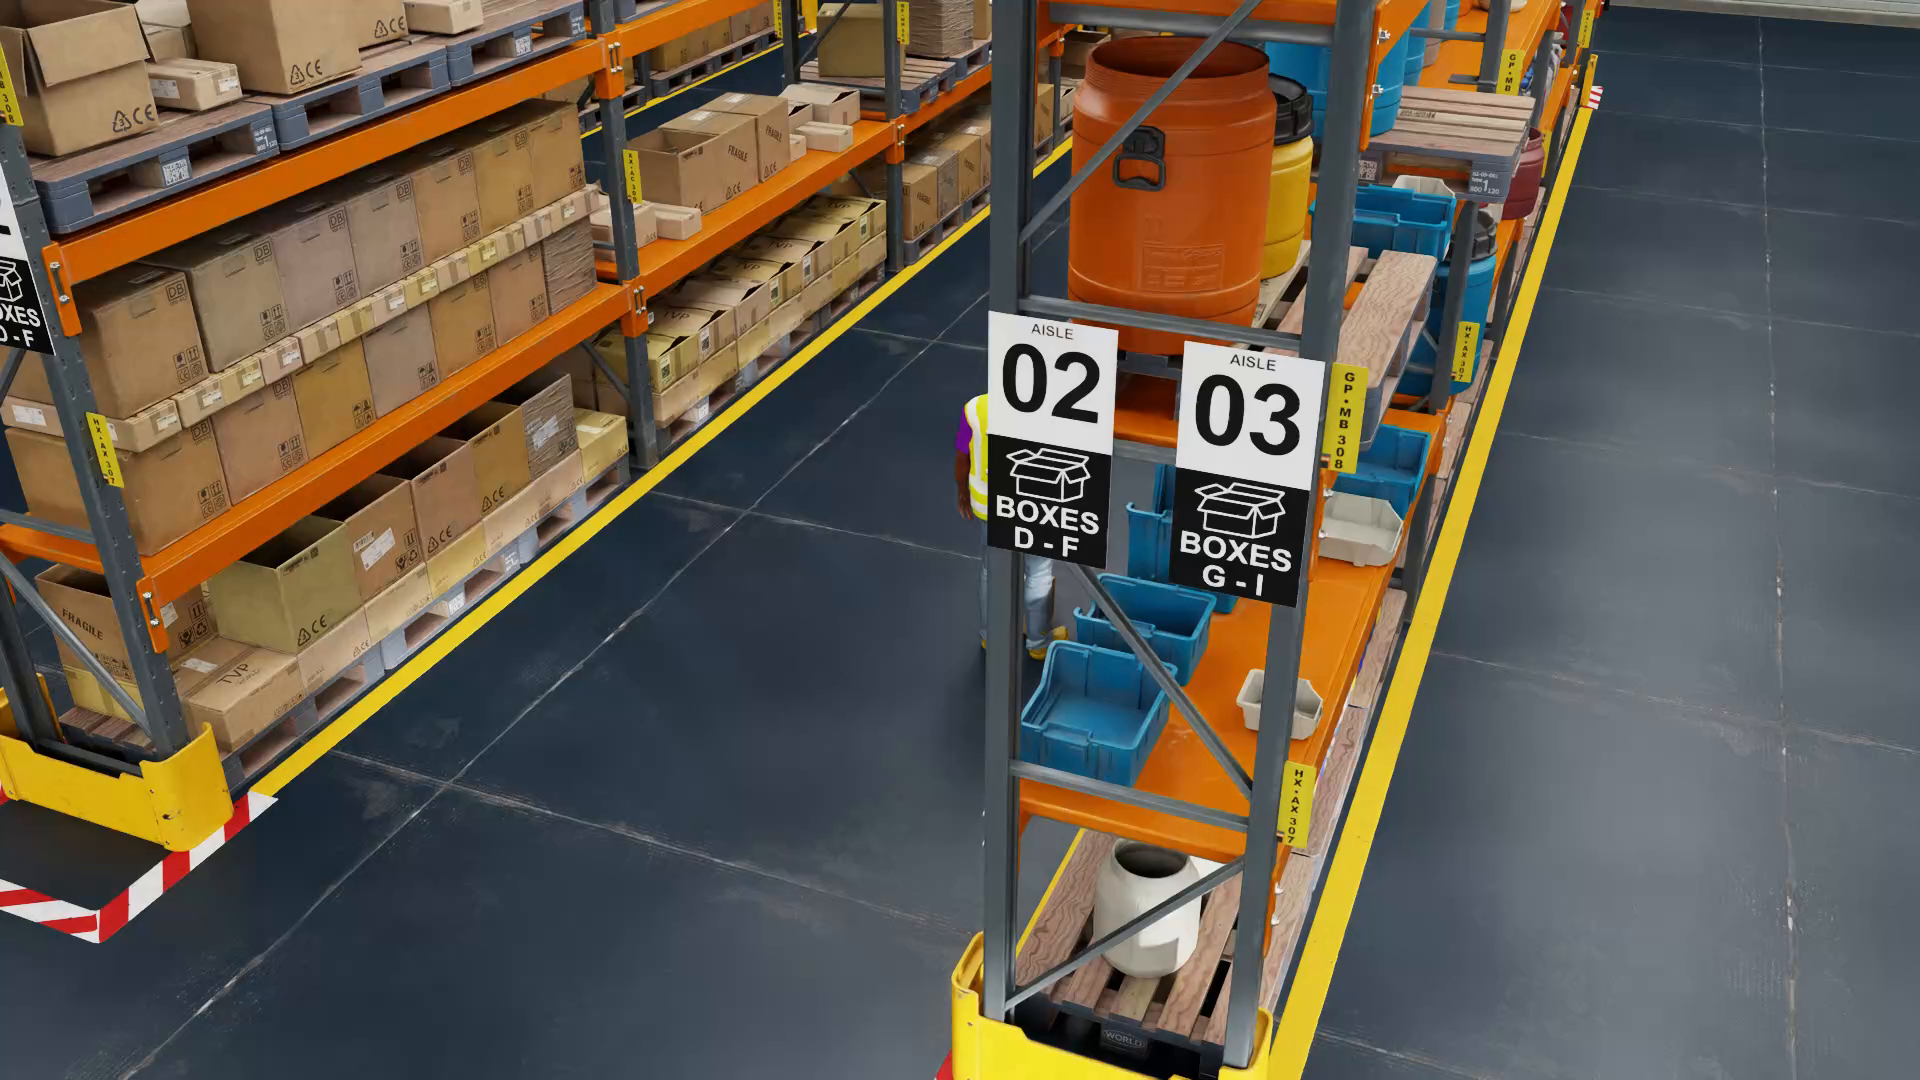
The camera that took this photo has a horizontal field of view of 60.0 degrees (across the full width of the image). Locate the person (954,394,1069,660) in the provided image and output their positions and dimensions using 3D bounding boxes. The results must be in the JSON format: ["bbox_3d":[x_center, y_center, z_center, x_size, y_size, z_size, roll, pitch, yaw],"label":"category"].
[{"bbox_3d":[0.284,-0.203,8.740,0.636,1.761,0.454,10,31,17],"label":"person"}]
